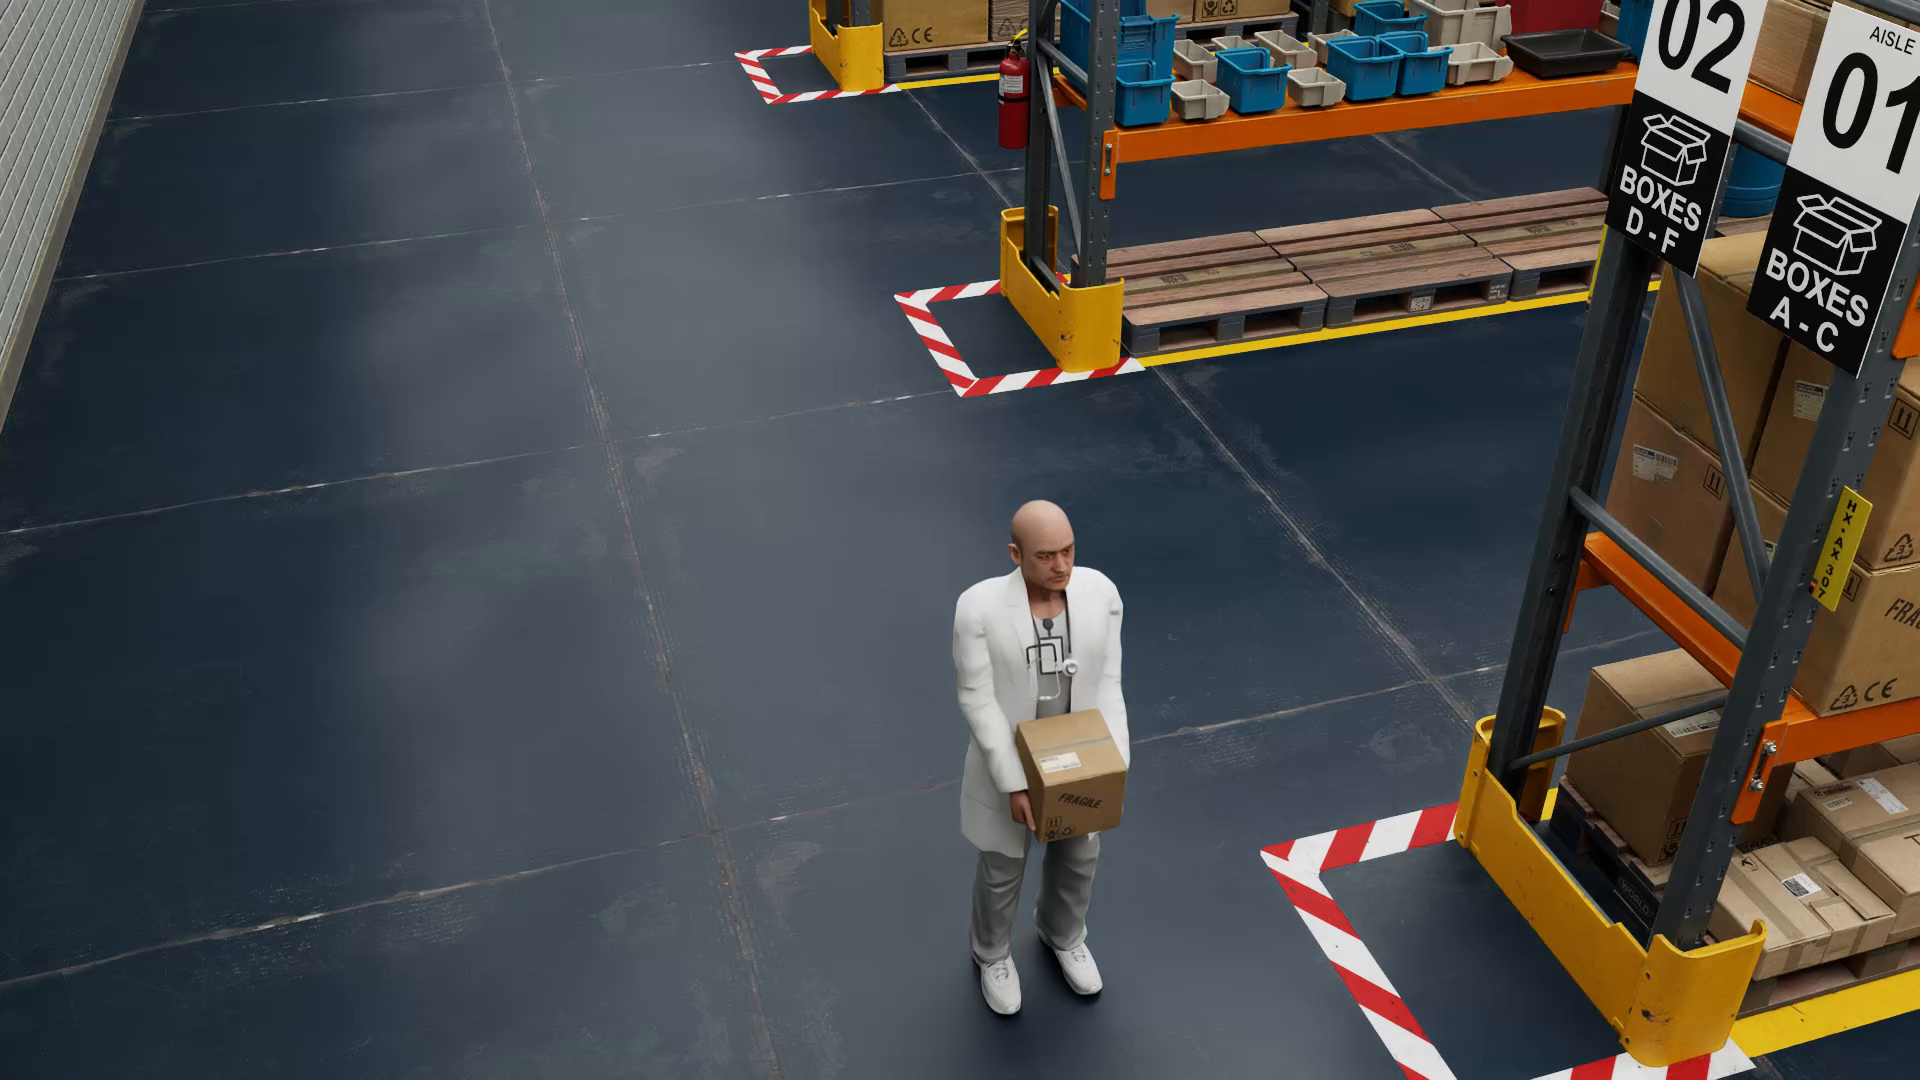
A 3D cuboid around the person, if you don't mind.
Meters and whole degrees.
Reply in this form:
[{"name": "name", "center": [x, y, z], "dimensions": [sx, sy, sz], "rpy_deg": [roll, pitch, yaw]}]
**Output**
[{"name": "person", "center": [0.234, 0.722, 5.058], "dimensions": [0.552, 1.780, 0.536], "rpy_deg": [-1, 33, -2]}]
